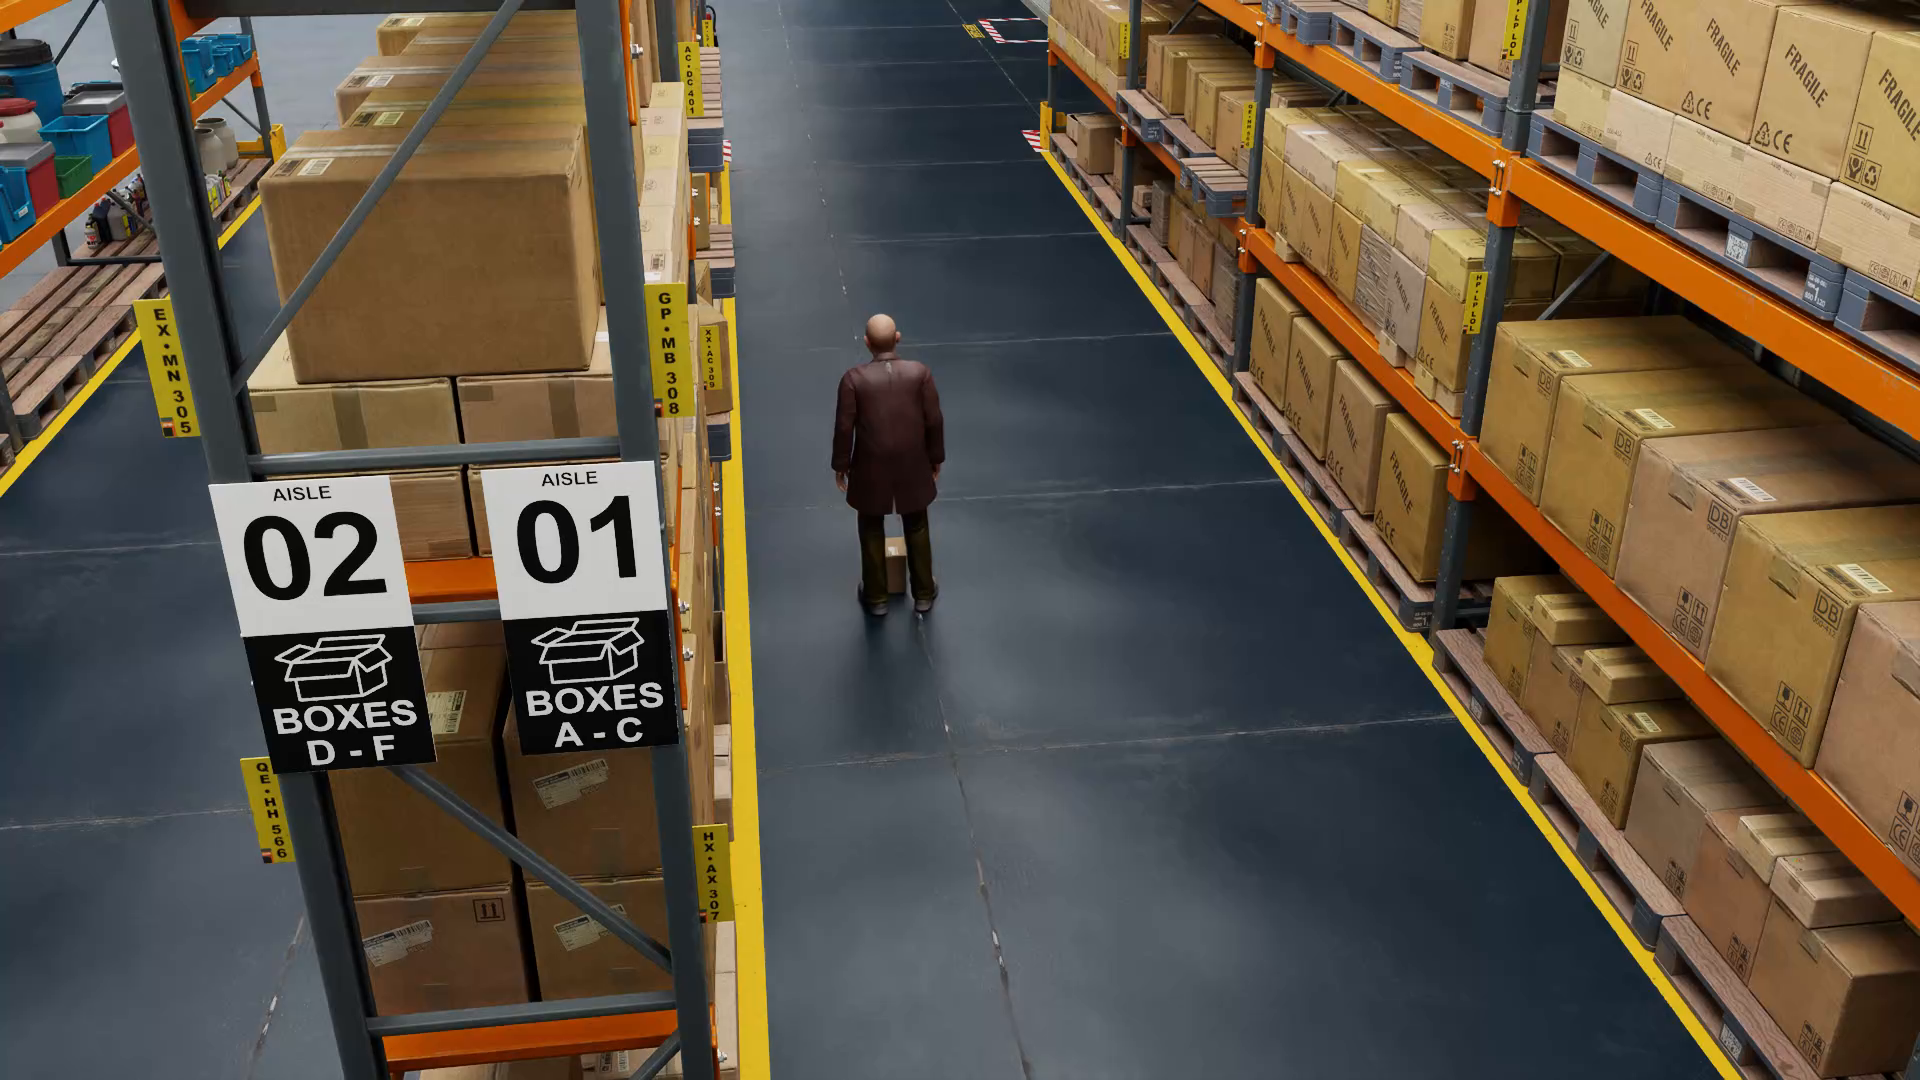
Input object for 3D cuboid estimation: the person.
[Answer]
[{"bbox_3d":[-0.405,-0.420,9.465,0.656,1.774,0.421,-5,27,-9],"label":"person"}]
